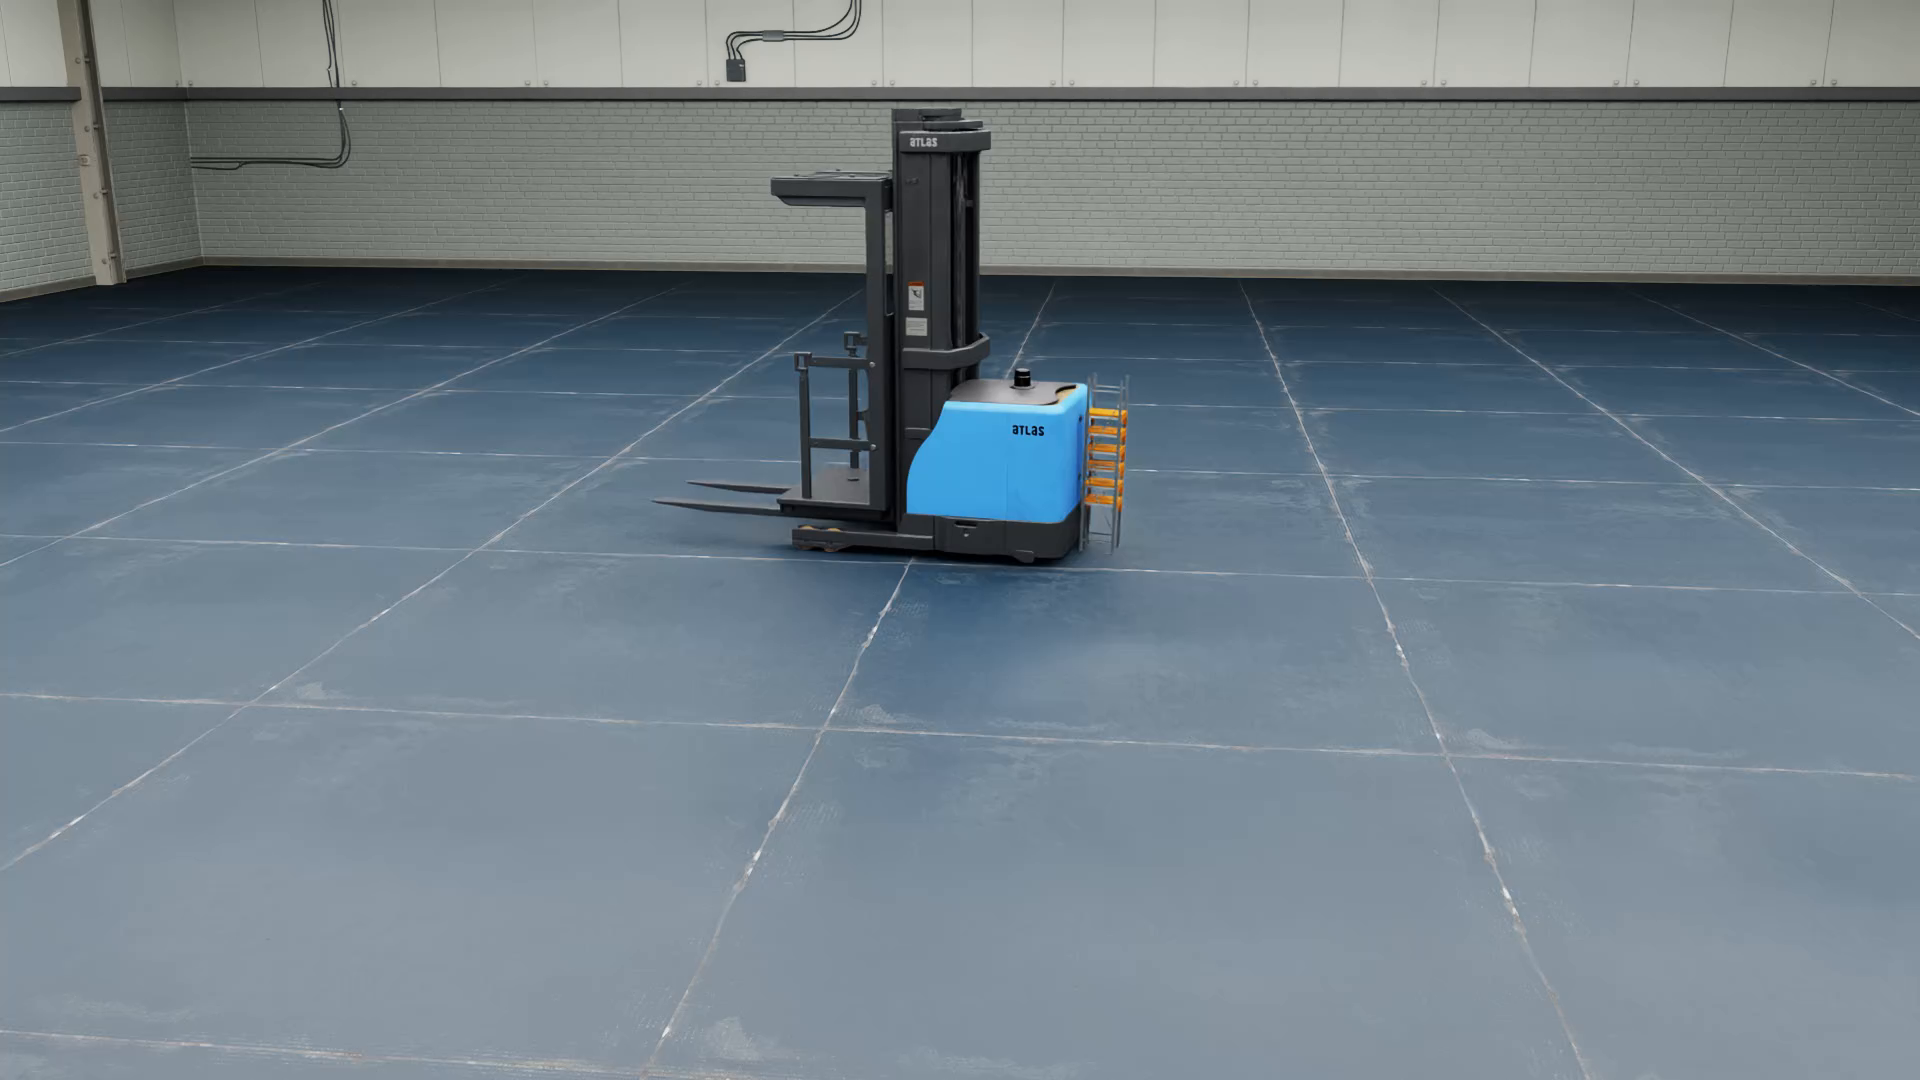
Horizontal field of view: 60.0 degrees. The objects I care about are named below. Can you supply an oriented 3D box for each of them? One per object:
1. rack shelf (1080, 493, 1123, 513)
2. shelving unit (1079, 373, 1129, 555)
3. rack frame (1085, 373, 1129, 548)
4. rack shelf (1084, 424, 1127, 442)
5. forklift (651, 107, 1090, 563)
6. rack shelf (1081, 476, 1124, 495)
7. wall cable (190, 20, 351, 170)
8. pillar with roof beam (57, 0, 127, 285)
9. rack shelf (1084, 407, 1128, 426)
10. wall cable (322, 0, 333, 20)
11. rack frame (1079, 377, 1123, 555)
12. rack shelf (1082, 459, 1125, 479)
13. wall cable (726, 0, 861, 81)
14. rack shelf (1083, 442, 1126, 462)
[{"bbox_3d":[0.965,-0.240,11.326,0.258,0.103,0.180,6,16,16],"label":"rack shelf"},{"bbox_3d":[0.973,-0.514,11.249,0.258,1.200,0.189,6,16,16],"label":"shelving unit"},{"bbox_3d":[1.000,-0.537,11.334,0.240,1.200,0.006,6,16,16],"label":"rack frame"},{"bbox_3d":[0.979,-0.702,11.197,0.258,0.103,0.180,6,16,16],"label":"rack shelf"},{"bbox_3d":[-0.654,-1.456,11.433,3.031,2.935,1.130,4,16,15],"label":"forklift"},{"bbox_3d":[0.968,-0.356,11.294,0.258,0.103,0.180,6,16,16],"label":"rack shelf"},{"bbox_3d":[-12.214,-7.756,29.053,3.097,2.526,0.112,2,15,6],"label":"wall cable"},{"bbox_3d":[-9.582,-8.403,25.497,9.100,9.000,0.400,2,15,6],"label":"pillar with roof beam"},{"bbox_3d":[0.982,-0.818,11.164,0.258,0.103,0.180,6,16,16],"label":"rack shelf"},{"bbox_3d":[-9.525,-10.114,28.099,3.097,2.526,0.112,2,15,6],"label":"wall cable"},{"bbox_3d":[0.946,-0.491,11.165,0.240,1.200,0.006,6,16,16],"label":"rack frame"},{"bbox_3d":[0.972,-0.471,11.261,0.258,0.103,0.180,6,16,16],"label":"rack shelf"},{"bbox_3d":[-2.783,-10.613,27.155,2.305,6.003,0.169,2,15,6],"label":"wall cable"},{"bbox_3d":[0.975,-0.587,11.229,0.258,0.103,0.180,6,16,16],"label":"rack shelf"}]
